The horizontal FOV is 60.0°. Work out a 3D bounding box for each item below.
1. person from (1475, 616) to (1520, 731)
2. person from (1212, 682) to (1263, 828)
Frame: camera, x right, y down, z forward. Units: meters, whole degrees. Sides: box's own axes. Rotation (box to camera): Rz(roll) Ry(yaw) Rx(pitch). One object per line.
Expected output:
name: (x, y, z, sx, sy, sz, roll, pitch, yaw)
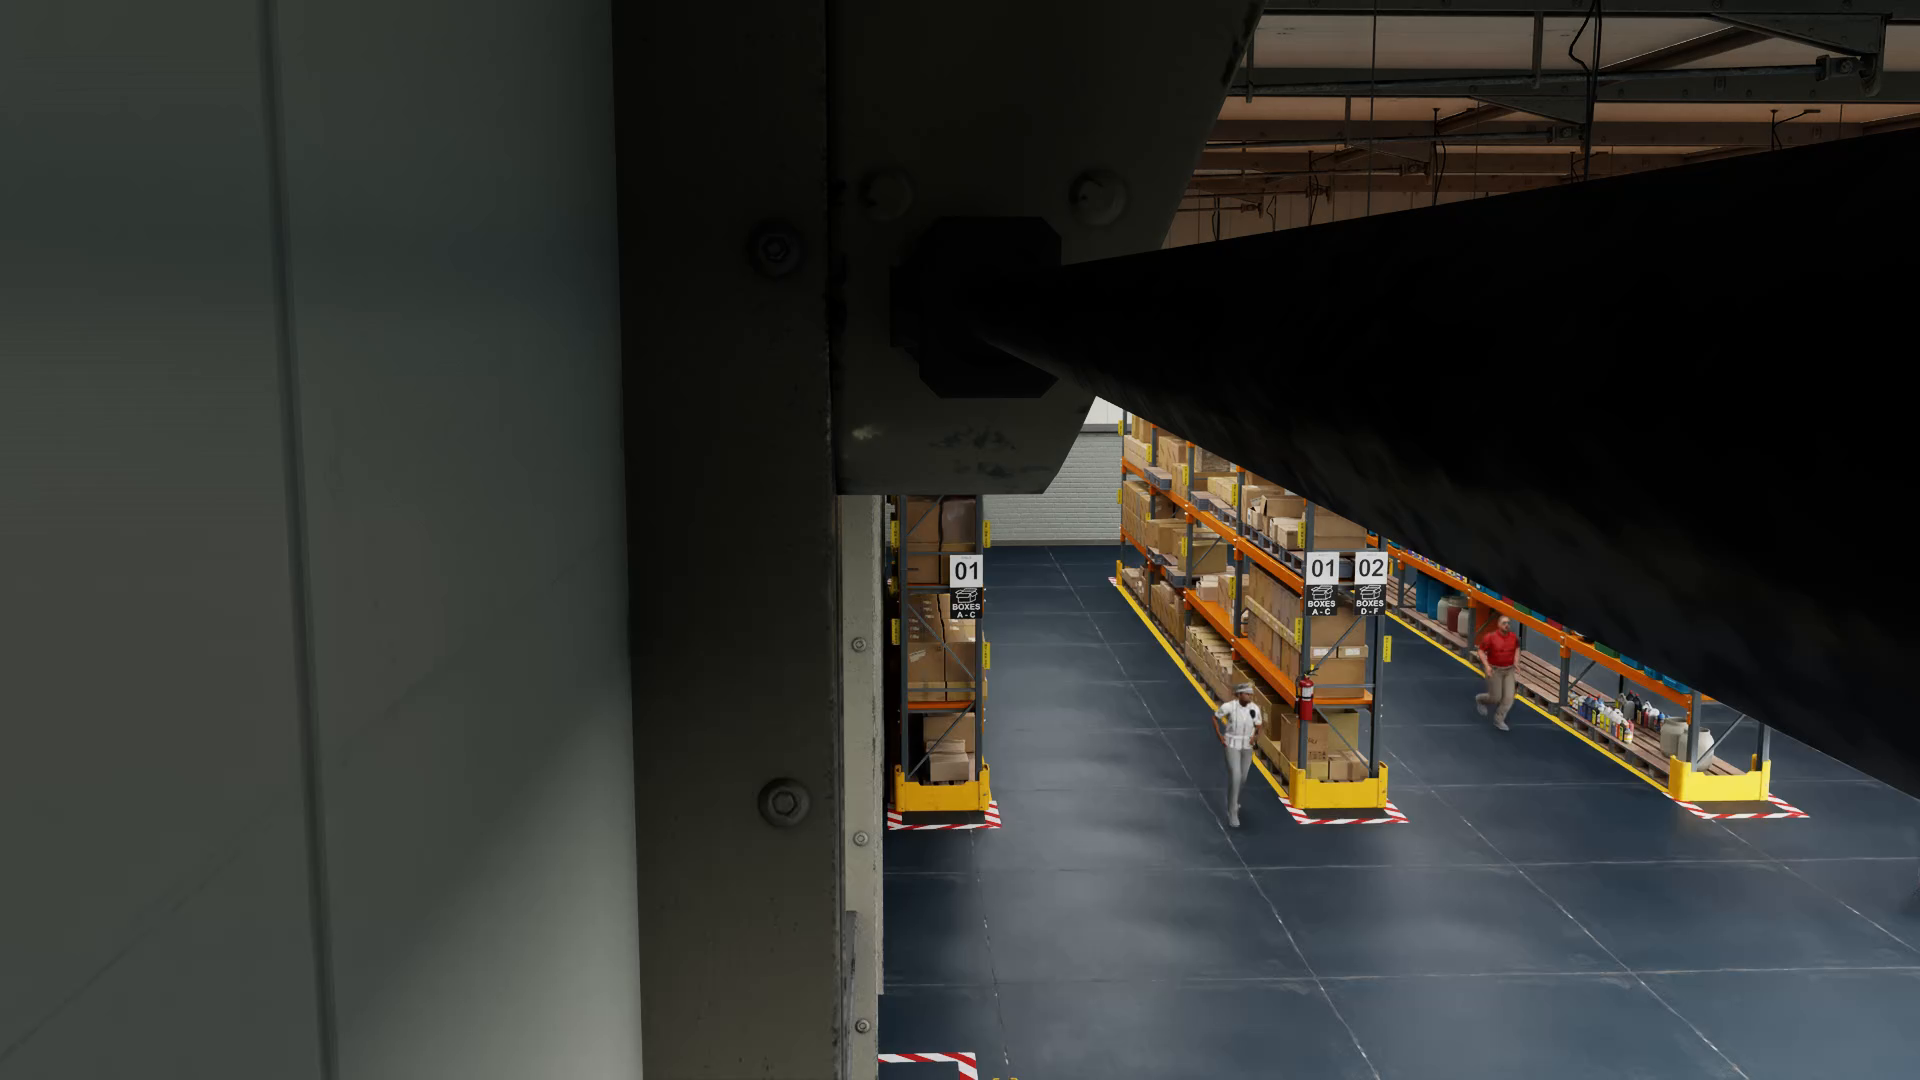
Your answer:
person: (7.911, 1.920, 24.413, 0.650, 1.671, 0.593, -1, 9, -9)
person: (3.392, 2.552, 20.170, 0.579, 1.728, 0.793, -2, 9, -14)
